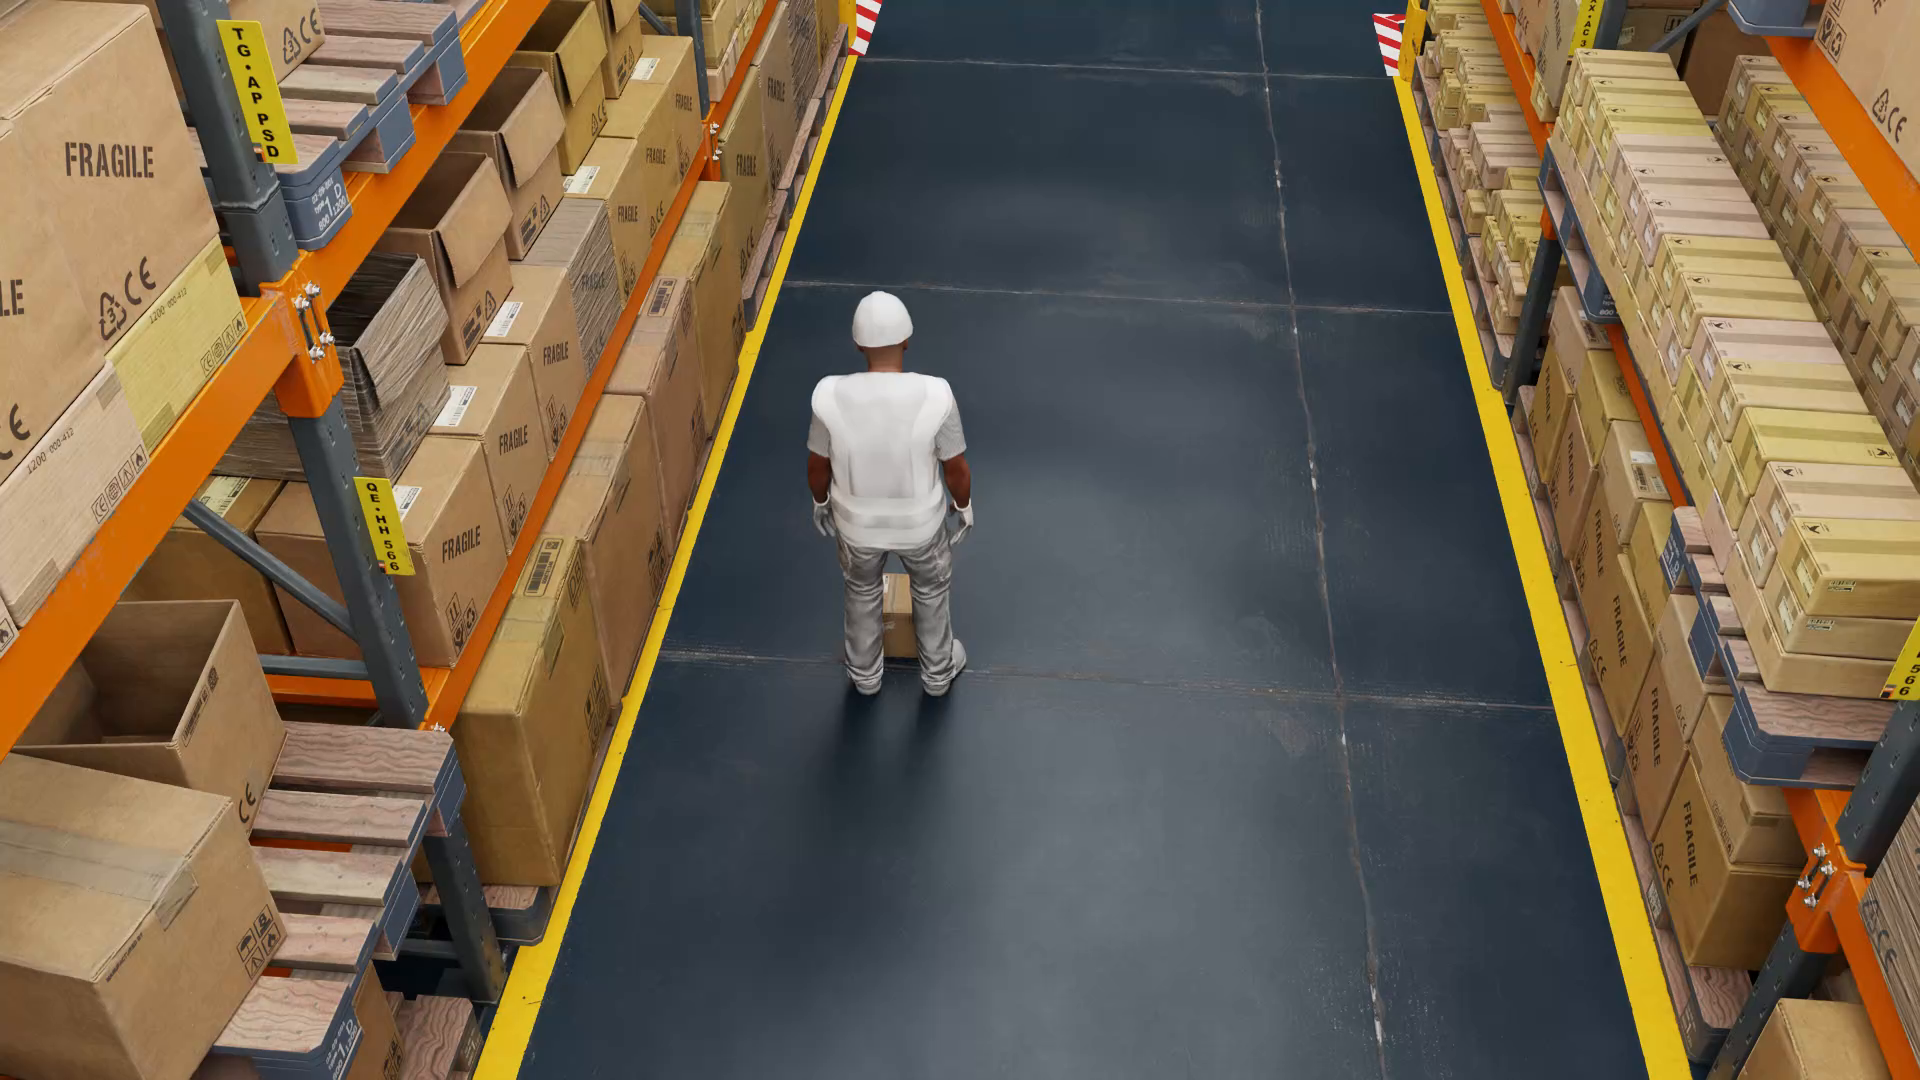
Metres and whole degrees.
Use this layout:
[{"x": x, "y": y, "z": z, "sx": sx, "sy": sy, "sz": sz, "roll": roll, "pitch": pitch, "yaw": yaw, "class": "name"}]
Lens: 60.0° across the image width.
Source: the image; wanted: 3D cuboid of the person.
[{"x": -0.256, "y": -0.119, "z": 6.291, "sx": 0.614, "sy": 1.773, "sz": 0.449, "roll": 3, "pitch": 40, "yaw": 3, "class": "person"}]
